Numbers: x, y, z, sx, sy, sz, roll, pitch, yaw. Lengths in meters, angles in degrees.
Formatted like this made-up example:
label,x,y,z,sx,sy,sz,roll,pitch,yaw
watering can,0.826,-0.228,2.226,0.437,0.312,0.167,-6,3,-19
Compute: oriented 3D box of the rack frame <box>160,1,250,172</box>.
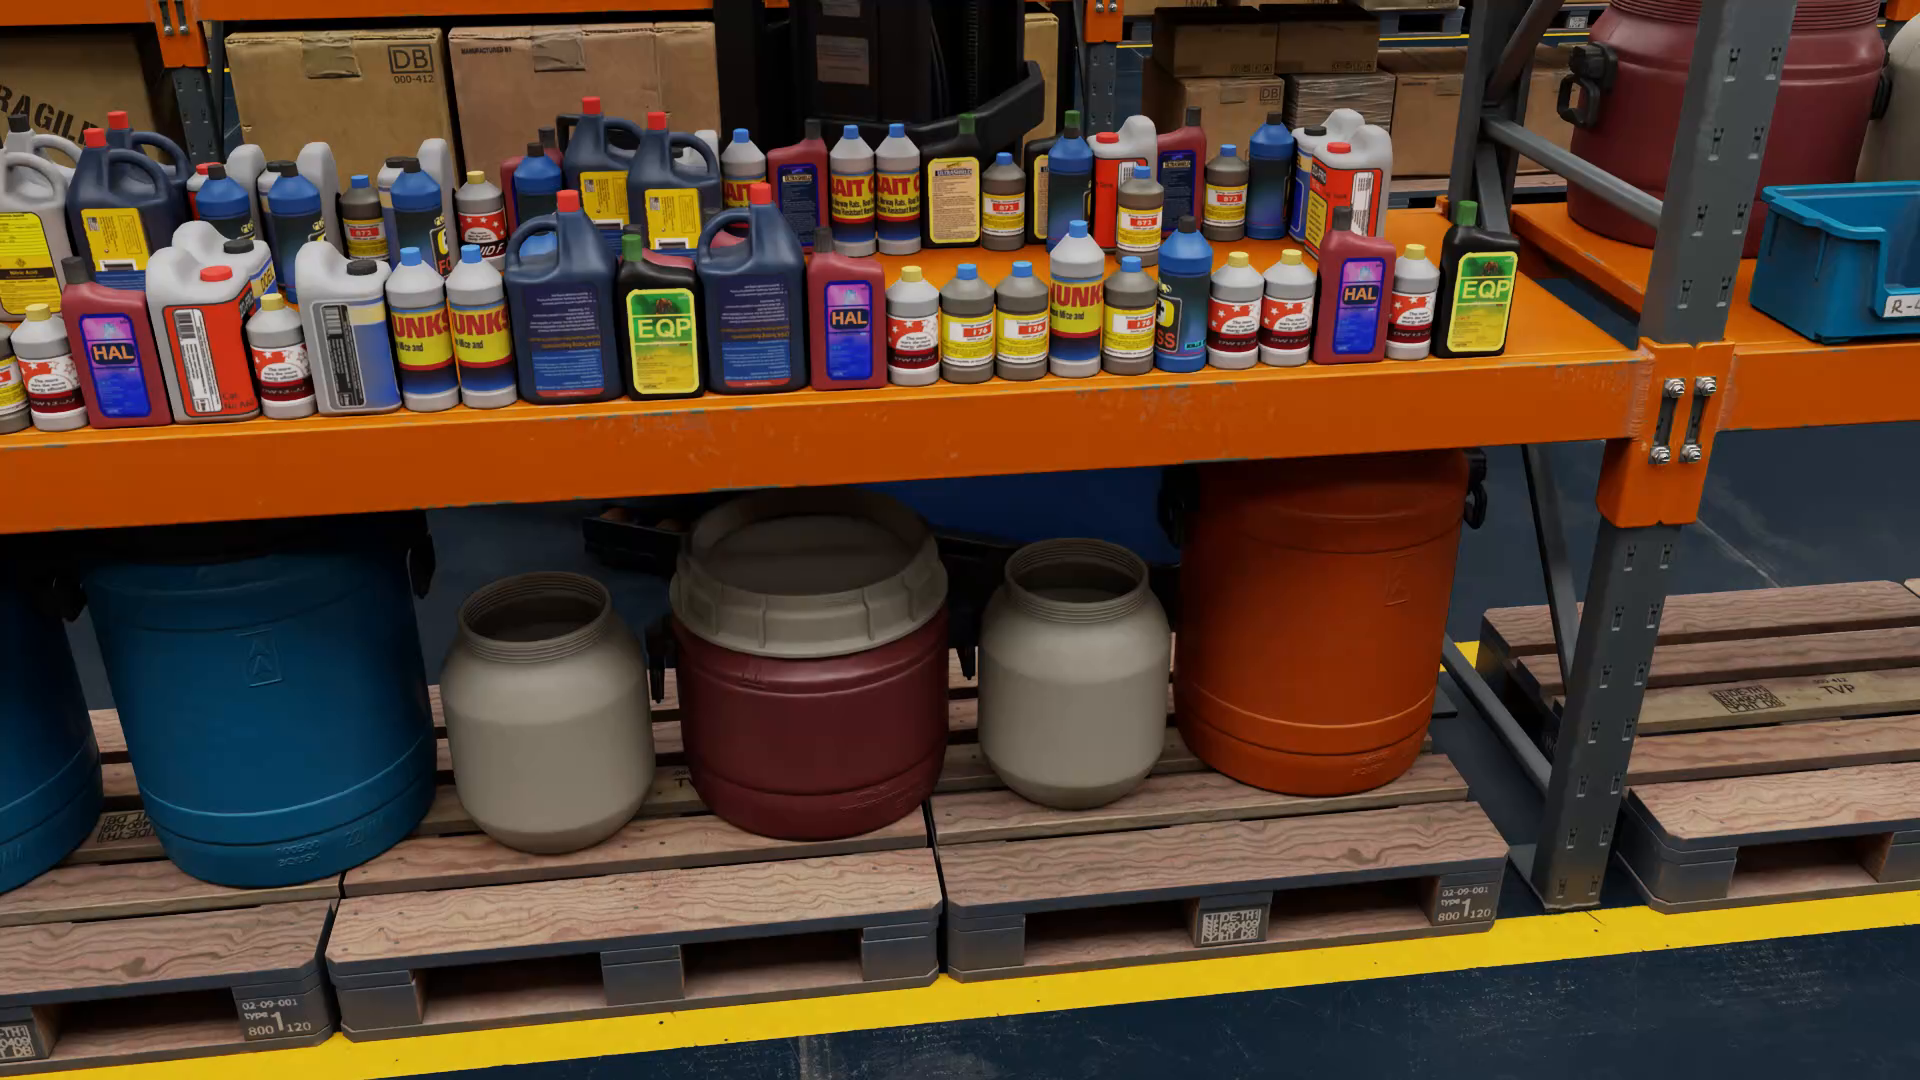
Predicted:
label,x,y,z,sx,sy,sz,roll,pitch,yaw
rack frame,-3.374,-2.728,7.281,0.127,3.000,1.000,-4,27,-7

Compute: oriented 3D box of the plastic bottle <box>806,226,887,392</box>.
label,x,y,z,sx,sy,sz,roll,pitch,yaw
plastic bottle,-0.196,-0.400,2.872,0.133,0.283,0.061,-4,27,-7

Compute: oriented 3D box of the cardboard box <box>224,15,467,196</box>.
label,x,y,z,sx,sy,sz,roll,pitch,yaw
cardboard box,-2.743,-2.020,7.768,0.875,0.875,1.225,-4,27,-7

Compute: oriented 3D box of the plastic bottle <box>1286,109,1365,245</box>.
label,x,y,z,sx,sy,sz,roll,pitch,yaw
plastic bottle,0.804,-0.807,3.673,0.135,0.276,0.152,-4,27,-7

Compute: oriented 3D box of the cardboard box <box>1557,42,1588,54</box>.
label,x,y,z,sx,sy,sz,roll,pitch,yaw
cardboard box,3.462,-2.270,8.644,0.500,0.500,0.700,-4,27,-7

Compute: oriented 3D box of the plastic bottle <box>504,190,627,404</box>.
label,x,y,z,sx,sy,sz,roll,pitch,yaw
plastic bottle,-0.674,-0.419,2.835,0.185,0.351,0.144,-4,27,-7

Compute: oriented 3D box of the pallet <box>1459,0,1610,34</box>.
label,x,y,z,sx,sy,sz,roll,pitch,yaw
pallet,4.721,-4.258,13.317,1.213,0.211,1.003,-4,27,-7

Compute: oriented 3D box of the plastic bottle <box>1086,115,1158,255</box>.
label,x,y,z,sx,sy,sz,roll,pitch,yaw
plastic bottle,0.346,-0.778,3.616,0.135,0.276,0.152,-4,27,-7

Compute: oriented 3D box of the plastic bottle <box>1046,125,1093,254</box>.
label,x,y,z,sx,sy,sz,roll,pitch,yaw
plastic bottle,0.235,-0.753,3.573,0.097,0.271,0.097,0,27,0

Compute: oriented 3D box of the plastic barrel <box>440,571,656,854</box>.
label,x,y,z,sx,sy,sz,roll,pitch,yaw
plastic barrel,-0.870,0.363,3.521,0.421,0.512,0.421,0,27,0

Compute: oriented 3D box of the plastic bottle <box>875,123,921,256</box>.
label,x,y,z,sx,sy,sz,roll,pitch,yaw
plastic bottle,-0.134,-0.757,3.581,0.097,0.271,0.097,0,27,0

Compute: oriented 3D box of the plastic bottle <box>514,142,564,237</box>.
label,x,y,z,sx,sy,sz,roll,pitch,yaw
plastic bottle,-0.863,-0.683,3.435,0.097,0.271,0.097,0,27,0

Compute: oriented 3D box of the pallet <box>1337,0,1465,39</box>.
label,x,y,z,sx,sy,sz,roll,pitch,yaw
pallet,3.204,-4.162,13.130,1.213,0.211,1.003,-4,27,-7

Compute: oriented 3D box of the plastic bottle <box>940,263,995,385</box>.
label,x,y,z,sx,sy,sz,roll,pitch,yaw
plastic bottle,0.012,-0.386,2.934,0.097,0.201,0.097,0,27,0

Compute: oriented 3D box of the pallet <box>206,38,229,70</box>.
label,x,y,z,sx,sy,sz,roll,pitch,yaw
pallet,-5.836,-3.598,12.032,1.213,0.211,1.003,-4,27,-7

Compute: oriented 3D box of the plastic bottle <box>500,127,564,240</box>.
label,x,y,z,sx,sy,sz,roll,pitch,yaw
plastic bottle,-0.892,-0.722,3.500,0.133,0.283,0.061,-4,27,-7

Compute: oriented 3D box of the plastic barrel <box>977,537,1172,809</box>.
label,x,y,z,sx,sy,sz,roll,pitch,yaw
plastic barrel,0.248,0.292,3.661,0.421,0.512,0.421,0,27,0

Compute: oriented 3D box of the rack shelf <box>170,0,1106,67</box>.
label,x,y,z,sx,sy,sz,roll,pitch,yaw
rack shelf,-1.393,-2.535,7.694,4.000,0.370,1.077,-4,27,-7

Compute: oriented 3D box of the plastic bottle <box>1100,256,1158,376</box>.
label,x,y,z,sx,sy,sz,roll,pitch,yaw
plastic bottle,0.302,-0.404,2.970,0.097,0.201,0.097,0,27,0

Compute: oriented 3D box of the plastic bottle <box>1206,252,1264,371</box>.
label,x,y,z,sx,sy,sz,roll,pitch,yaw
plastic bottle,0.494,-0.417,2.994,0.097,0.201,0.097,0,27,0

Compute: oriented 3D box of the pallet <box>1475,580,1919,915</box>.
label,x,y,z,sx,sy,sz,roll,pitch,yaw
pallet,2.050,0.465,4.112,1.213,0.211,1.003,-4,27,-7

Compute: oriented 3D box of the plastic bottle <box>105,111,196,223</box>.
label,x,y,z,sx,sy,sz,roll,pitch,yaw
plastic bottle,-1.636,-0.685,3.354,0.185,0.351,0.144,-4,27,-7

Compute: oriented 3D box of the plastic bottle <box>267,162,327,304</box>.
label,x,y,z,sx,sy,sz,roll,pitch,yaw
plastic bottle,-1.308,-0.612,3.298,0.097,0.271,0.097,0,27,0

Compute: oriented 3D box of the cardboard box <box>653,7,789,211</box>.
label,x,y,z,sx,sy,sz,roll,pitch,yaw
cardboard box,-0.983,-2.137,7.996,0.875,0.875,1.225,-4,27,-7

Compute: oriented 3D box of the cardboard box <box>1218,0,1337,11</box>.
label,x,y,z,sx,sy,sz,roll,pitch,yaw
cardboard box,2.399,-4.532,12.801,0.750,0.750,1.050,-4,27,-7

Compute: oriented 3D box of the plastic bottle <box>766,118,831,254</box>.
label,x,y,z,sx,sy,sz,roll,pitch,yaw
plastic bottle,-0.347,-0.757,3.568,0.133,0.283,0.061,-4,27,-7

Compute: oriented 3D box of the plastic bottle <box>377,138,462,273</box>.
label,x,y,z,sx,sy,sz,roll,pitch,yaw
plastic bottle,-1.114,-0.684,3.433,0.135,0.276,0.152,-4,27,-7

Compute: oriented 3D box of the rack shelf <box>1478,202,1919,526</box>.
label,x,y,z,sx,sy,sz,roll,pitch,yaw
rack shelf,3.258,-0.551,3.826,4.000,0.370,1.077,-4,27,-7

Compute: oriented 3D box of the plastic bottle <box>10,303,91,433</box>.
label,x,y,z,sx,sy,sz,roll,pitch,yaw
plastic bottle,-1.499,-0.289,2.745,0.097,0.201,0.097,0,27,0

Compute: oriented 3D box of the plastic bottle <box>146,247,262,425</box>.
label,x,y,z,sx,sy,sz,roll,pitch,yaw
plastic bottle,-1.255,-0.350,2.783,0.135,0.276,0.152,-4,27,-7

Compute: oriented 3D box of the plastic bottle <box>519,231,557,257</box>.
label,x,y,z,sx,sy,sz,roll,pitch,yaw
plastic bottle,-0.734,-0.435,2.954,0.097,0.271,0.097,0,27,0

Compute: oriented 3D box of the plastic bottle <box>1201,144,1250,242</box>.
label,x,y,z,sx,sy,sz,roll,pitch,yaw
plastic bottle,0.589,-0.773,3.688,0.097,0.201,0.097,0,27,0

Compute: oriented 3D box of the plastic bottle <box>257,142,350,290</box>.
label,x,y,z,sx,sy,sz,roll,pitch,yaw
plastic bottle,-1.344,-0.669,3.404,0.135,0.276,0.152,-4,27,-7

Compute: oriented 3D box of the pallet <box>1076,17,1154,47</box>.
label,x,y,z,sx,sy,sz,roll,pitch,yaw
pallet,0.787,-4.007,12.828,1.213,0.211,1.003,-4,27,-7

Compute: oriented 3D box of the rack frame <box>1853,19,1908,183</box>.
label,x,y,z,sx,sy,sz,roll,pitch,yaw
rack frame,4.548,-3.237,8.273,0.127,3.000,1.000,-4,27,-7

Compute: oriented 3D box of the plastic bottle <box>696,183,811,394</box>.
label,x,y,z,sx,sy,sz,roll,pitch,yaw
plastic bottle,-0.359,-0.439,2.874,0.185,0.351,0.144,-4,27,-7

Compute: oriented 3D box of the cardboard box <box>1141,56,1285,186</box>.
label,x,y,z,sx,sy,sz,roll,pitch,yaw
cardboard box,1.248,-2.118,8.348,0.500,0.500,0.700,-5,28,-10

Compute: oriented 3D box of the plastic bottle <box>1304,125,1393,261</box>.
label,x,y,z,sx,sy,sz,roll,pitch,yaw
plastic bottle,0.825,-0.738,3.539,0.135,0.276,0.152,-4,27,-7

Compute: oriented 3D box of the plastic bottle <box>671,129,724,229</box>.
label,x,y,z,sx,sy,sz,roll,pitch,yaw
plastic bottle,-0.570,-0.719,3.501,0.135,0.276,0.152,-4,27,-7

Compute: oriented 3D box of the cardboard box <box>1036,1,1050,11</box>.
label,x,y,z,sx,sy,sz,roll,pitch,yaw
cardboard box,0.612,-4.415,12.574,0.750,0.750,1.050,-4,27,-8

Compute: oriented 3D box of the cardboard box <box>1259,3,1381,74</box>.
label,x,y,z,sx,sy,sz,roll,pitch,yaw
cardboard box,1.770,-2.494,8.260,0.500,0.250,0.500,-1,27,-1

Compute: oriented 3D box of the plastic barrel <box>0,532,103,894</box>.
label,x,y,z,sx,sy,sz,roll,pitch,yaw
plastic barrel,-2.143,0.231,3.353,0.708,0.901,0.600,-4,27,-7

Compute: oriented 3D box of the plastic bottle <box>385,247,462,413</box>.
label,x,y,z,sx,sy,sz,roll,pitch,yaw
plastic bottle,-0.907,-0.358,2.803,0.097,0.271,0.097,0,27,0

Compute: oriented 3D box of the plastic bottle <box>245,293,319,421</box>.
label,x,y,z,sx,sy,sz,roll,pitch,yaw
plastic bottle,-1.137,-0.312,2.790,0.097,0.201,0.097,0,27,0

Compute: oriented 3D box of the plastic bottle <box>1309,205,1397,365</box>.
label,x,y,z,sx,sy,sz,roll,pitch,yaw
plastic bottle,0.708,-0.458,2.986,0.133,0.283,0.061,-4,27,-7

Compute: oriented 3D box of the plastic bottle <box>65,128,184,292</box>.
label,x,y,z,sx,sy,sz,roll,pitch,yaw
plastic bottle,-1.616,-0.620,3.227,0.185,0.351,0.144,-4,27,-7

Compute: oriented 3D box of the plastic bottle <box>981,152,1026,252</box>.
label,x,y,z,sx,sy,sz,roll,pitch,yaw
plastic bottle,0.095,-0.741,3.626,0.097,0.201,0.097,0,27,0

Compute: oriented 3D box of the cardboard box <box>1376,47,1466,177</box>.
label,x,y,z,sx,sy,sz,roll,pitch,yaw
cardboard box,2.356,-2.198,8.505,0.500,0.500,0.700,-1,27,-3

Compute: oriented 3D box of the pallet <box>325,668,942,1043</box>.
label,x,y,z,sx,sy,sz,roll,pitch,yaw
pallet,-0.703,0.642,3.767,1.213,0.211,1.003,-4,27,-7

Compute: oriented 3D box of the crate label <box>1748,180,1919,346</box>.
label,x,y,z,sx,sy,sz,roll,pitch,yaw
crate label,1.747,-0.527,3.174,0.416,0.233,0.303,-4,27,-7

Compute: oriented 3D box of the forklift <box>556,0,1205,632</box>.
label,x,y,z,sx,sy,sz,roll,pitch,yaw
forklift,-0.615,-1.412,4.792,3.031,2.935,1.130,10,29,19

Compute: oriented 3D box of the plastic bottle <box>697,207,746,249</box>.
label,x,y,z,sx,sy,sz,roll,pitch,yaw
plastic bottle,-0.399,-0.454,2.977,0.133,0.283,0.061,-4,27,-7

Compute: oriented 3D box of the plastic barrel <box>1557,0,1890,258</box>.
label,x,y,z,sx,sy,sz,roll,pitch,yaw
plastic barrel,1.695,-0.971,3.707,0.708,0.536,0.600,-4,27,-7

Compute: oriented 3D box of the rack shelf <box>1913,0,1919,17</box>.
label,x,y,z,sx,sy,sz,roll,pitch,yaw
rack shelf,6.529,-3.044,8.685,4.000,0.370,1.077,-4,27,-7

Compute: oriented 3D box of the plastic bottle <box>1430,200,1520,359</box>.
label,x,y,z,sx,sy,sz,roll,pitch,yaw
plastic bottle,0.936,-0.473,3.014,0.133,0.283,0.061,-4,27,-7
